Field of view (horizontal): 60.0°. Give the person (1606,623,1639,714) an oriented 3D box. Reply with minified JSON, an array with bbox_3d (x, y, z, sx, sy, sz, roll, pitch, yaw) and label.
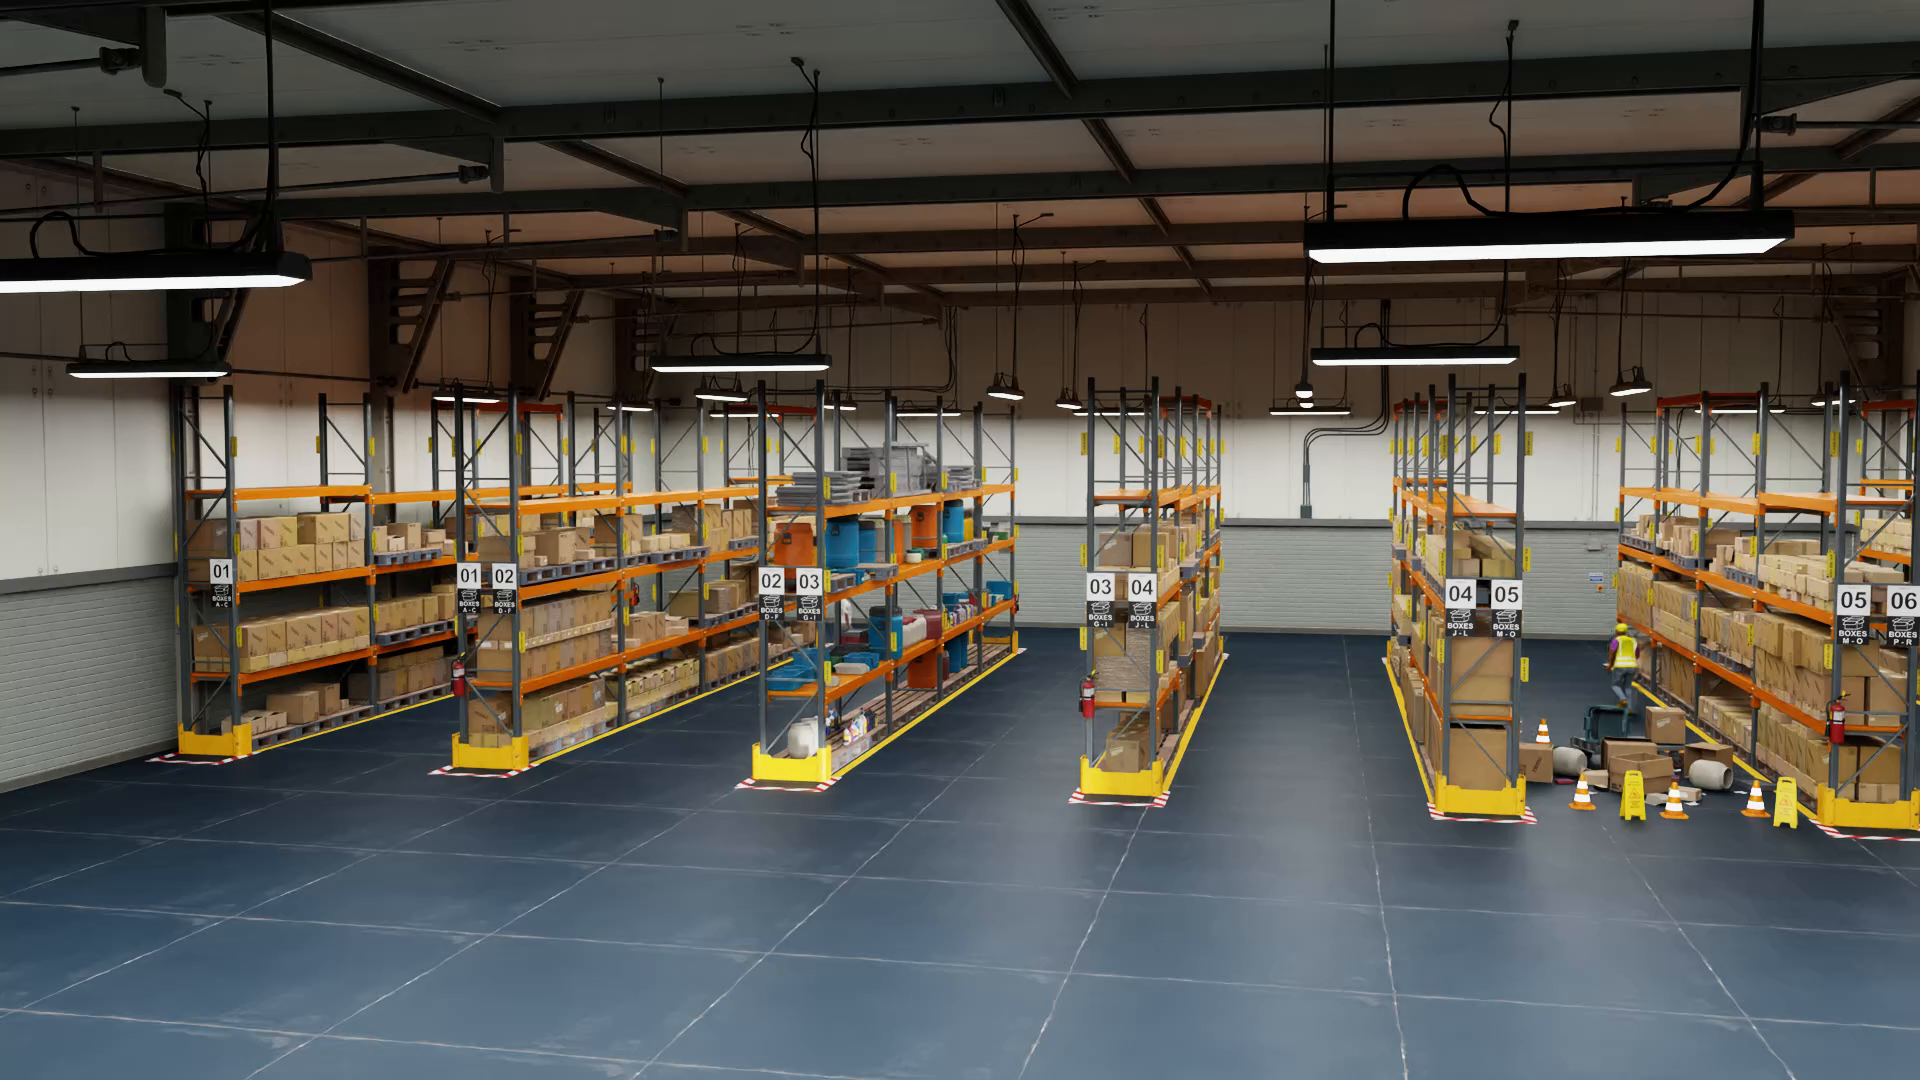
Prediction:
[{"bbox_3d":[12.537,2.419,31.417,0.654,1.654,0.770,0,3,3],"label":"person"}]

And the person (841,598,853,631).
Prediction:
[{"bbox_3d":[-2.729,1.994,38.864,0.464,1.668,0.484,-2,4,-31],"label":"person"}]
